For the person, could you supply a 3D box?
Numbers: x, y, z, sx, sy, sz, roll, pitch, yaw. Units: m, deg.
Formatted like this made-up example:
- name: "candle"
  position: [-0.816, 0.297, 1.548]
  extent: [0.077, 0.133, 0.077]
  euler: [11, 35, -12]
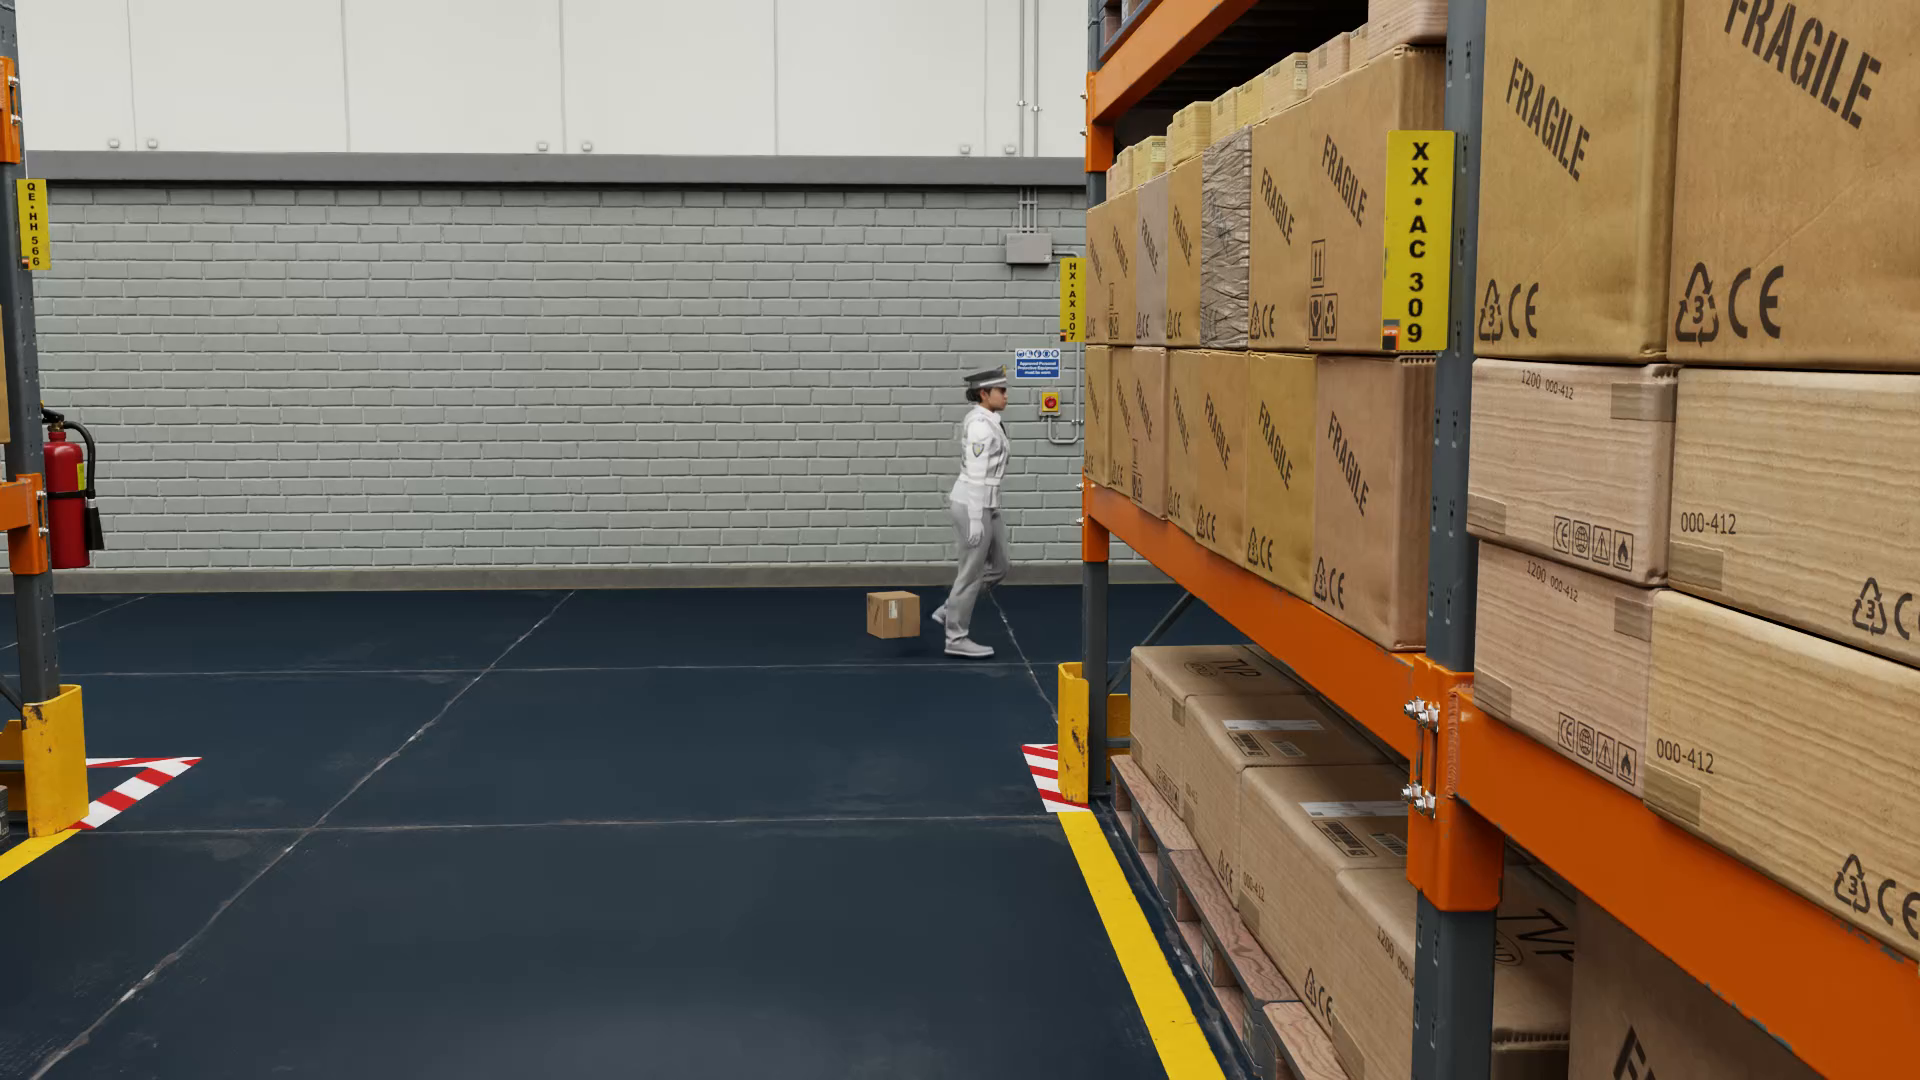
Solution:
- name: "person"
  position: [0.065, -0.164, 9.449]
  extent: [0.456, 1.669, 0.526]
  euler: [0, 7, 4]
